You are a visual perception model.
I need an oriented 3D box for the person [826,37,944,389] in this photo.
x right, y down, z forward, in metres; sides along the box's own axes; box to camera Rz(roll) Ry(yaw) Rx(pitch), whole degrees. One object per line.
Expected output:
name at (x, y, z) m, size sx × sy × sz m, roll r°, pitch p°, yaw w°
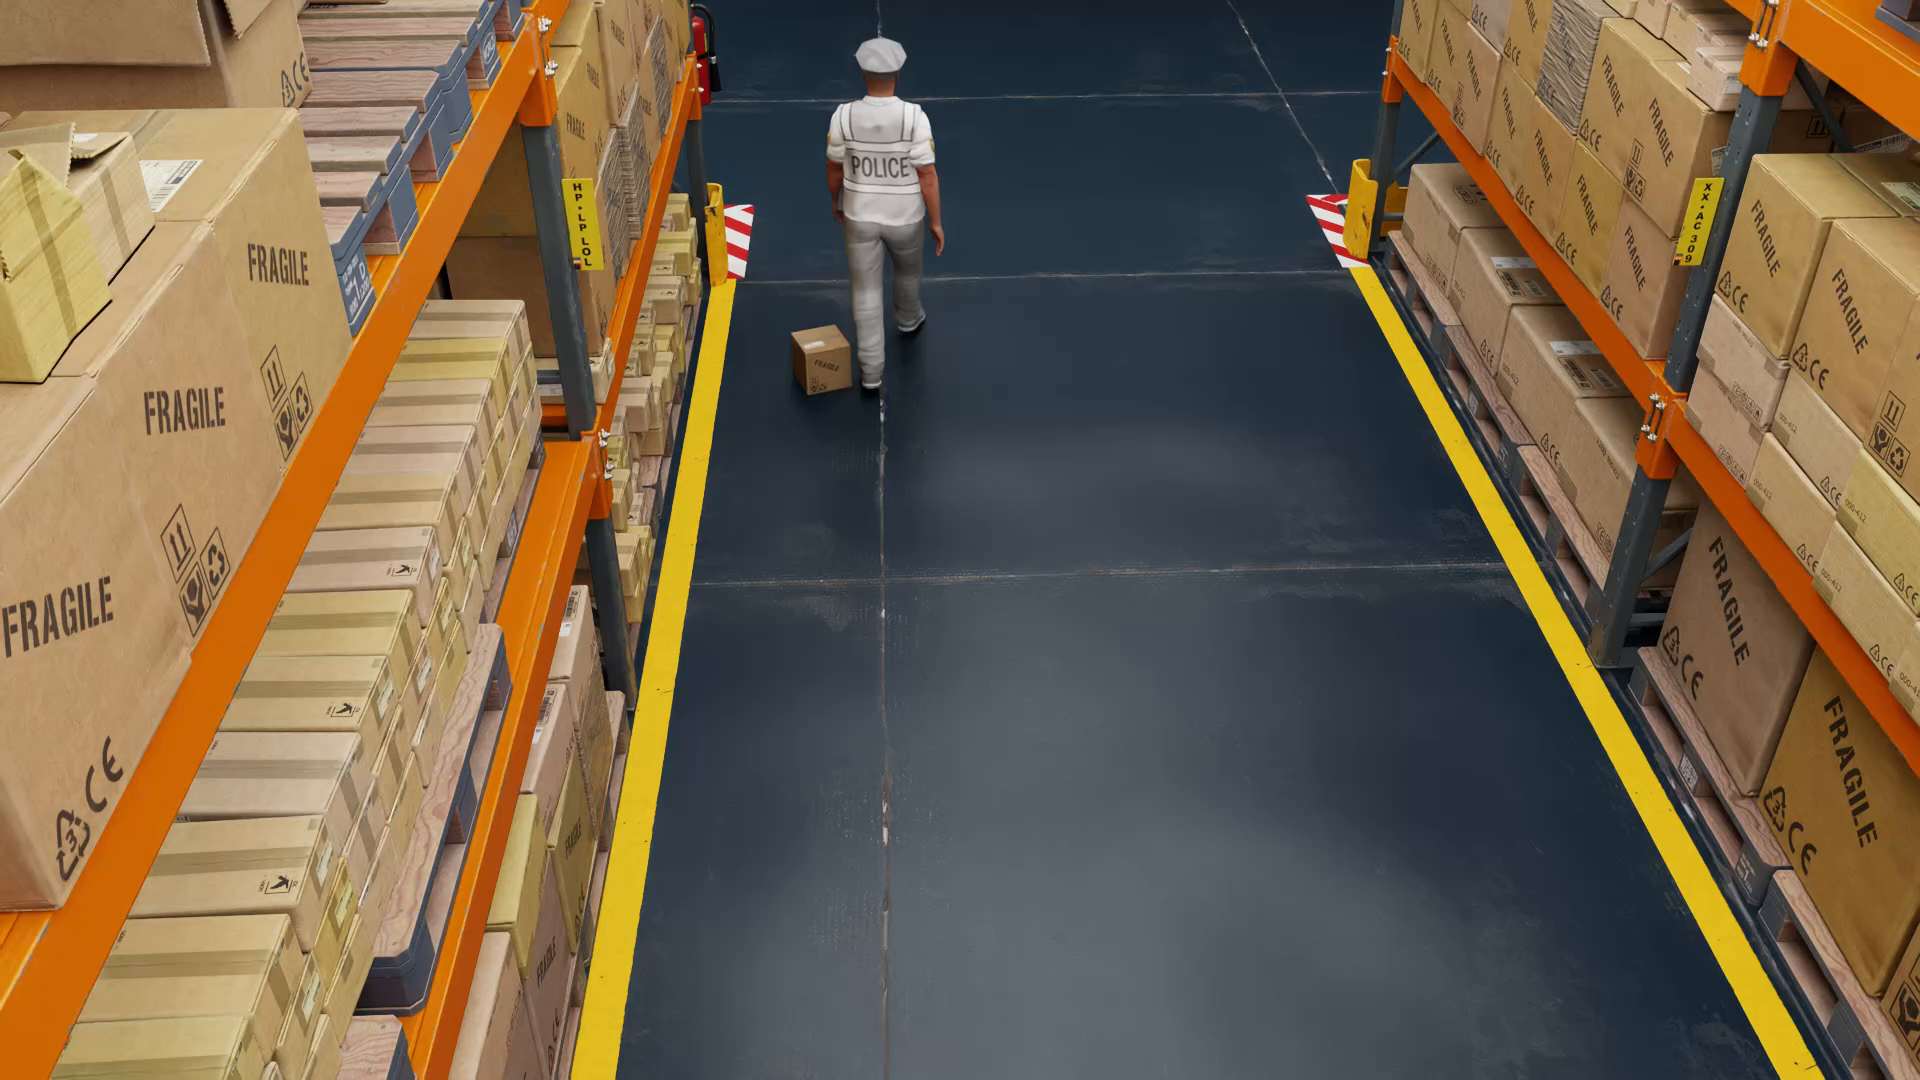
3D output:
person at (-0.381, -1.736, 8.593) m, size 0.602 × 1.721 × 0.993 m, roll 0°, pitch 35°, yaw 0°
